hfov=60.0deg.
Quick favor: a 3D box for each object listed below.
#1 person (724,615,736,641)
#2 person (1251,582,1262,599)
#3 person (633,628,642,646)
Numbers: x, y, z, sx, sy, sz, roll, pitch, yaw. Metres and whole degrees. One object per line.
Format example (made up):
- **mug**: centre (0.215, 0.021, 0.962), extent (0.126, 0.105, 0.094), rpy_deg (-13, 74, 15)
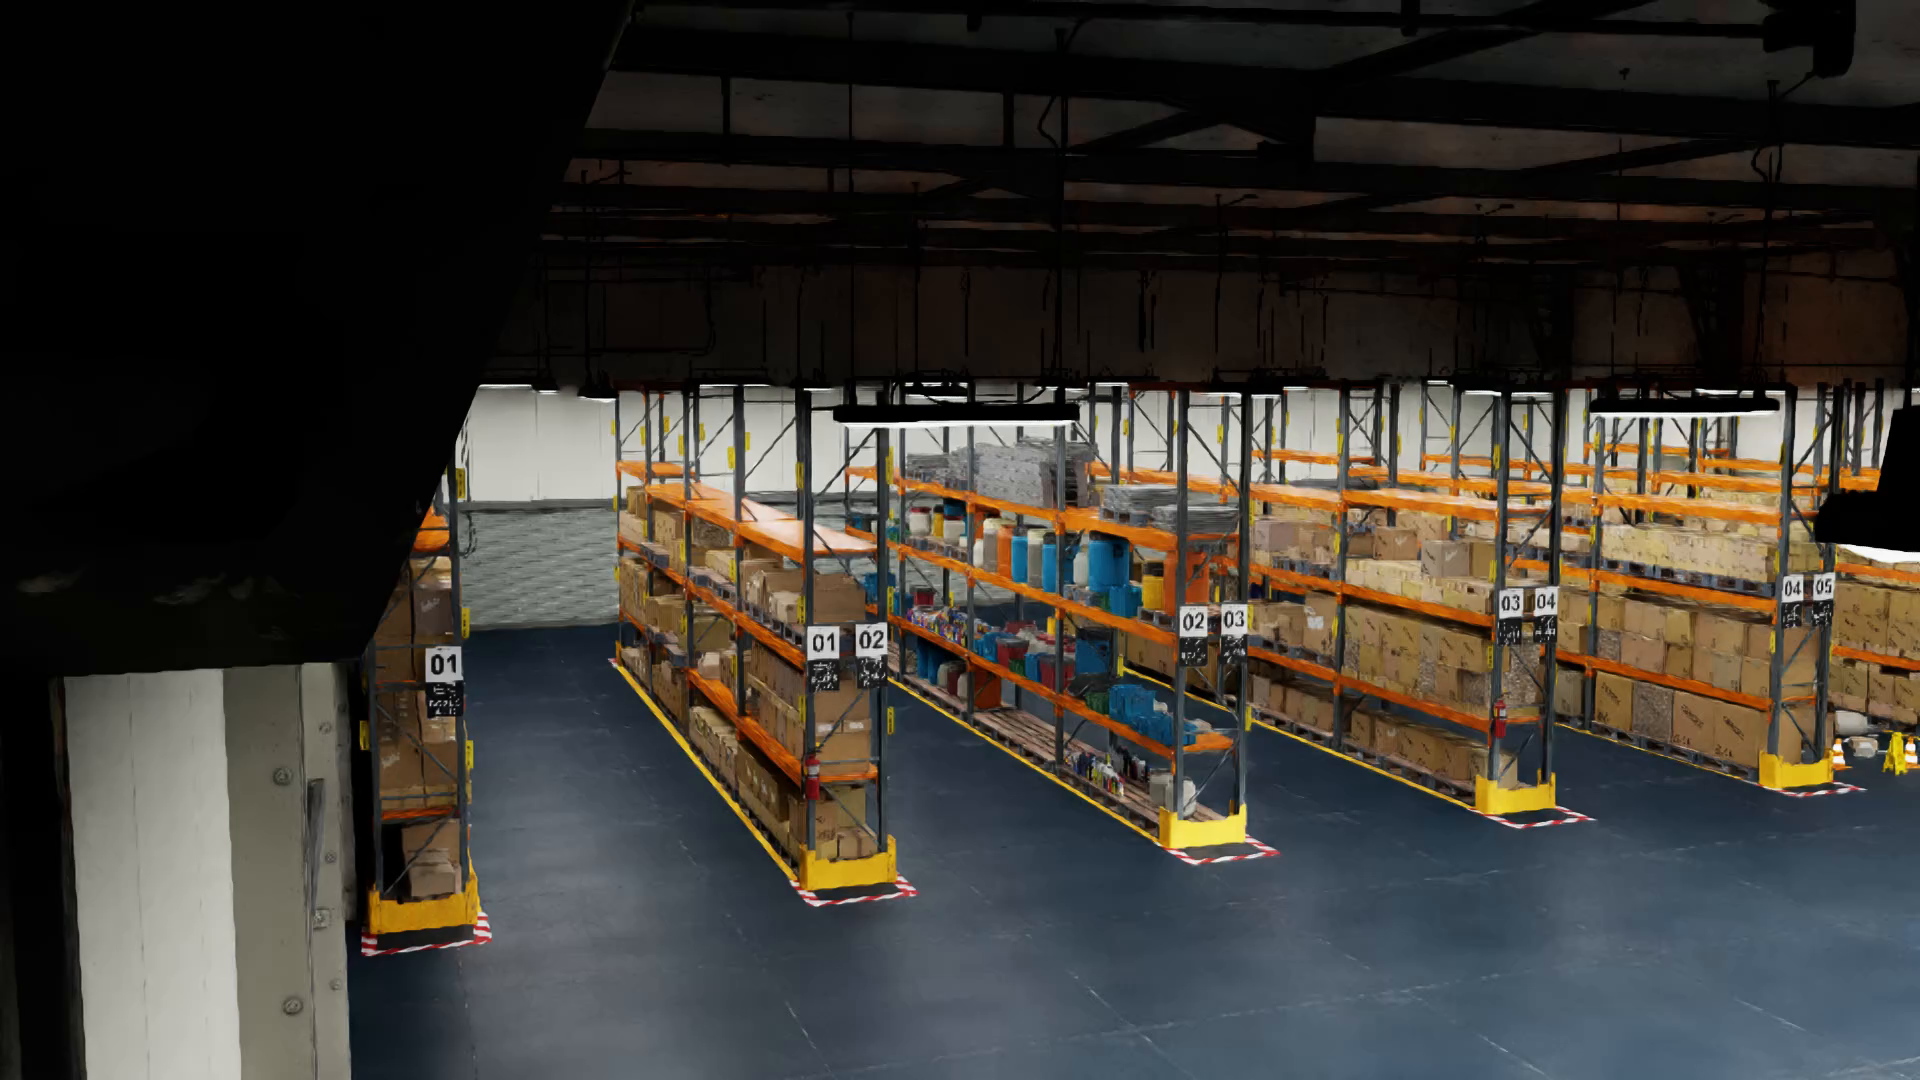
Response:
- **person**: centre (-4.778, 1.911, 34.408), extent (0.446, 1.545, 1.106), rpy_deg (-2, 6, -22)
- **person**: centre (7.496, 1.164, 41.332), extent (0.553, 1.623, 0.600), rpy_deg (-6, 8, -45)
- **person**: centre (-6.942, 1.548, 37.153), extent (0.616, 1.735, 1.028), rpy_deg (-5, 8, -42)
